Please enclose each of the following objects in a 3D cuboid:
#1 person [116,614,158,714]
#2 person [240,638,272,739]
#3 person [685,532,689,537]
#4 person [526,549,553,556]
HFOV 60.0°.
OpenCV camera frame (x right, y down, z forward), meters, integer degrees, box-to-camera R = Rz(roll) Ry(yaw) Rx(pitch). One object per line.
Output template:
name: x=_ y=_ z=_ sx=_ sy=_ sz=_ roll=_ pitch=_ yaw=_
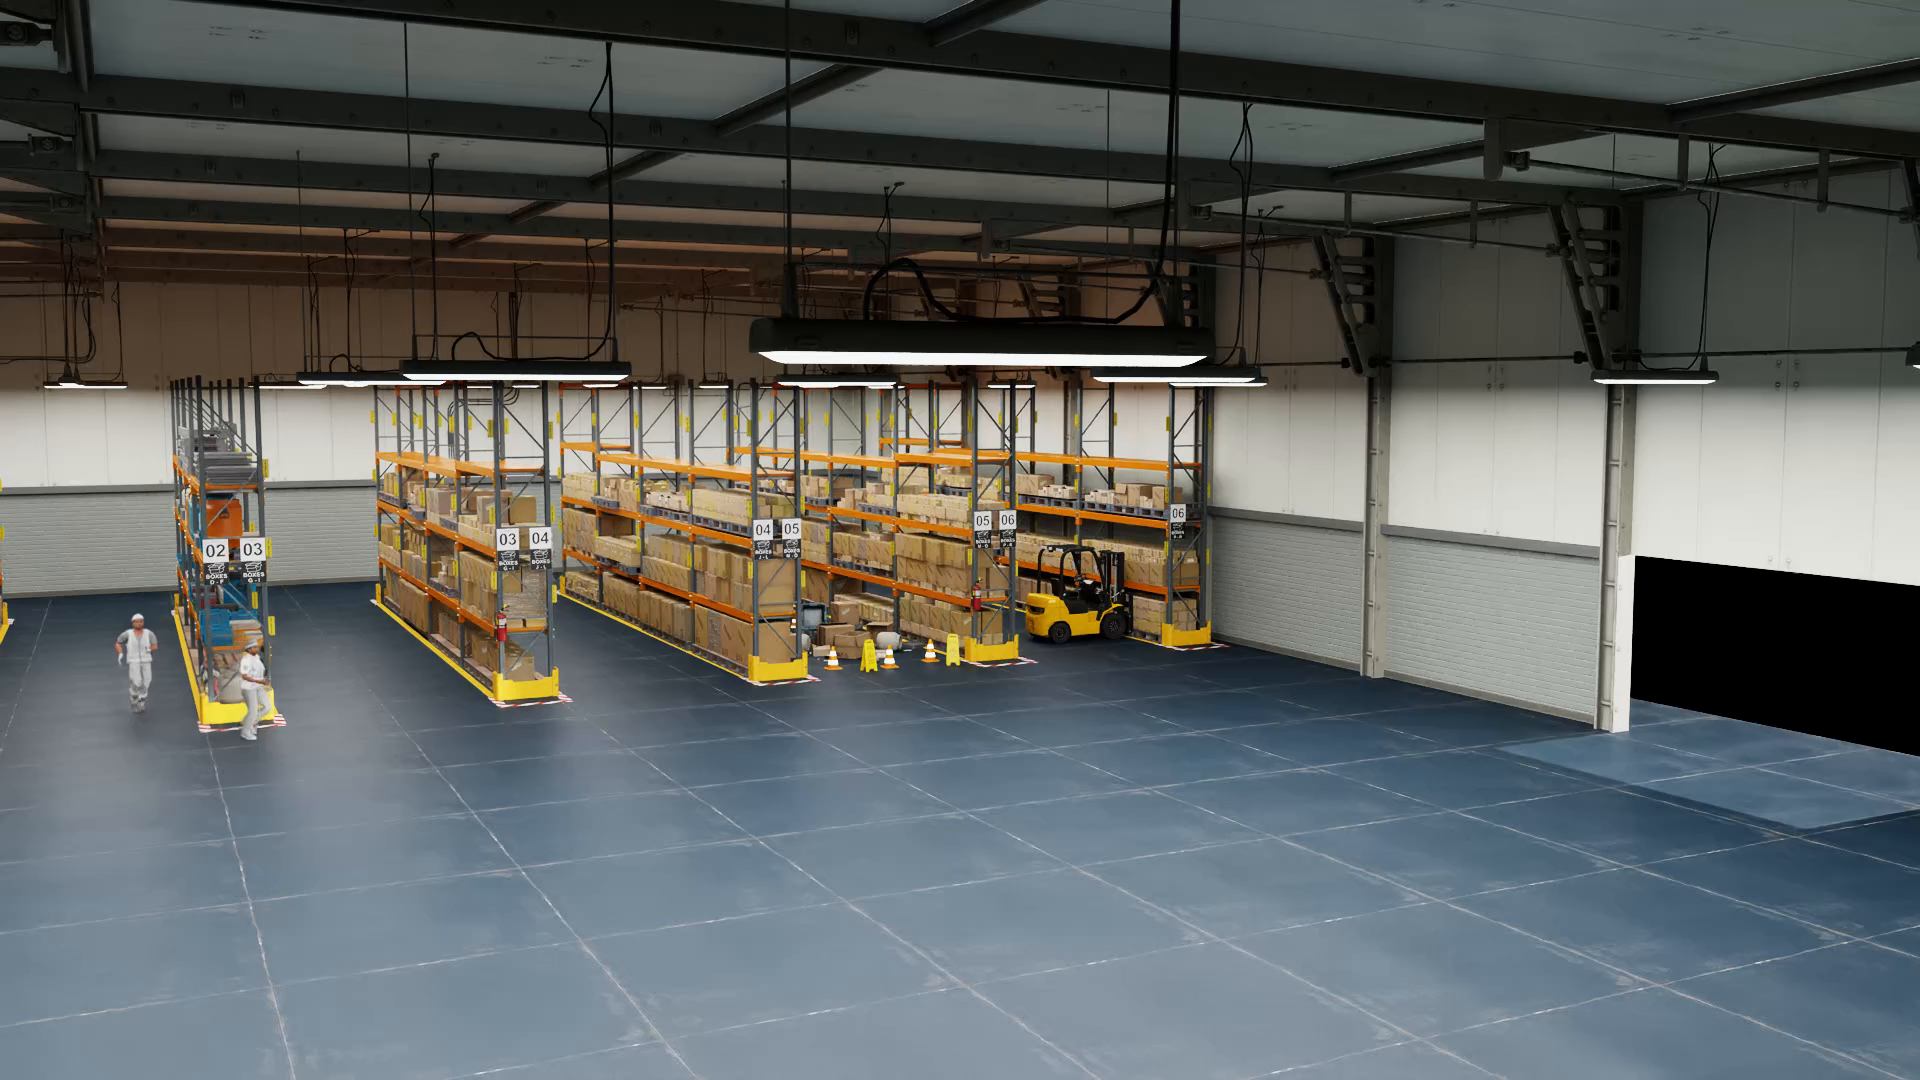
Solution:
person: x=-14.585 y=2.203 z=29.551 sx=0.641 sy=1.775 sz=0.690 roll=-4 pitch=6 yaw=-38
person: x=-11.624 y=2.451 z=27.500 sx=0.579 sy=1.674 sz=0.621 roll=1 pitch=5 yaw=9
person: x=-8.088 y=0.373 z=50.444 sx=0.760 sy=1.769 sz=0.727 roll=-2 pitch=5 yaw=-17
person: x=-12.324 y=0.591 z=48.139 sx=0.909 sy=1.725 sz=0.820 roll=-3 pitch=6 yaw=-27
